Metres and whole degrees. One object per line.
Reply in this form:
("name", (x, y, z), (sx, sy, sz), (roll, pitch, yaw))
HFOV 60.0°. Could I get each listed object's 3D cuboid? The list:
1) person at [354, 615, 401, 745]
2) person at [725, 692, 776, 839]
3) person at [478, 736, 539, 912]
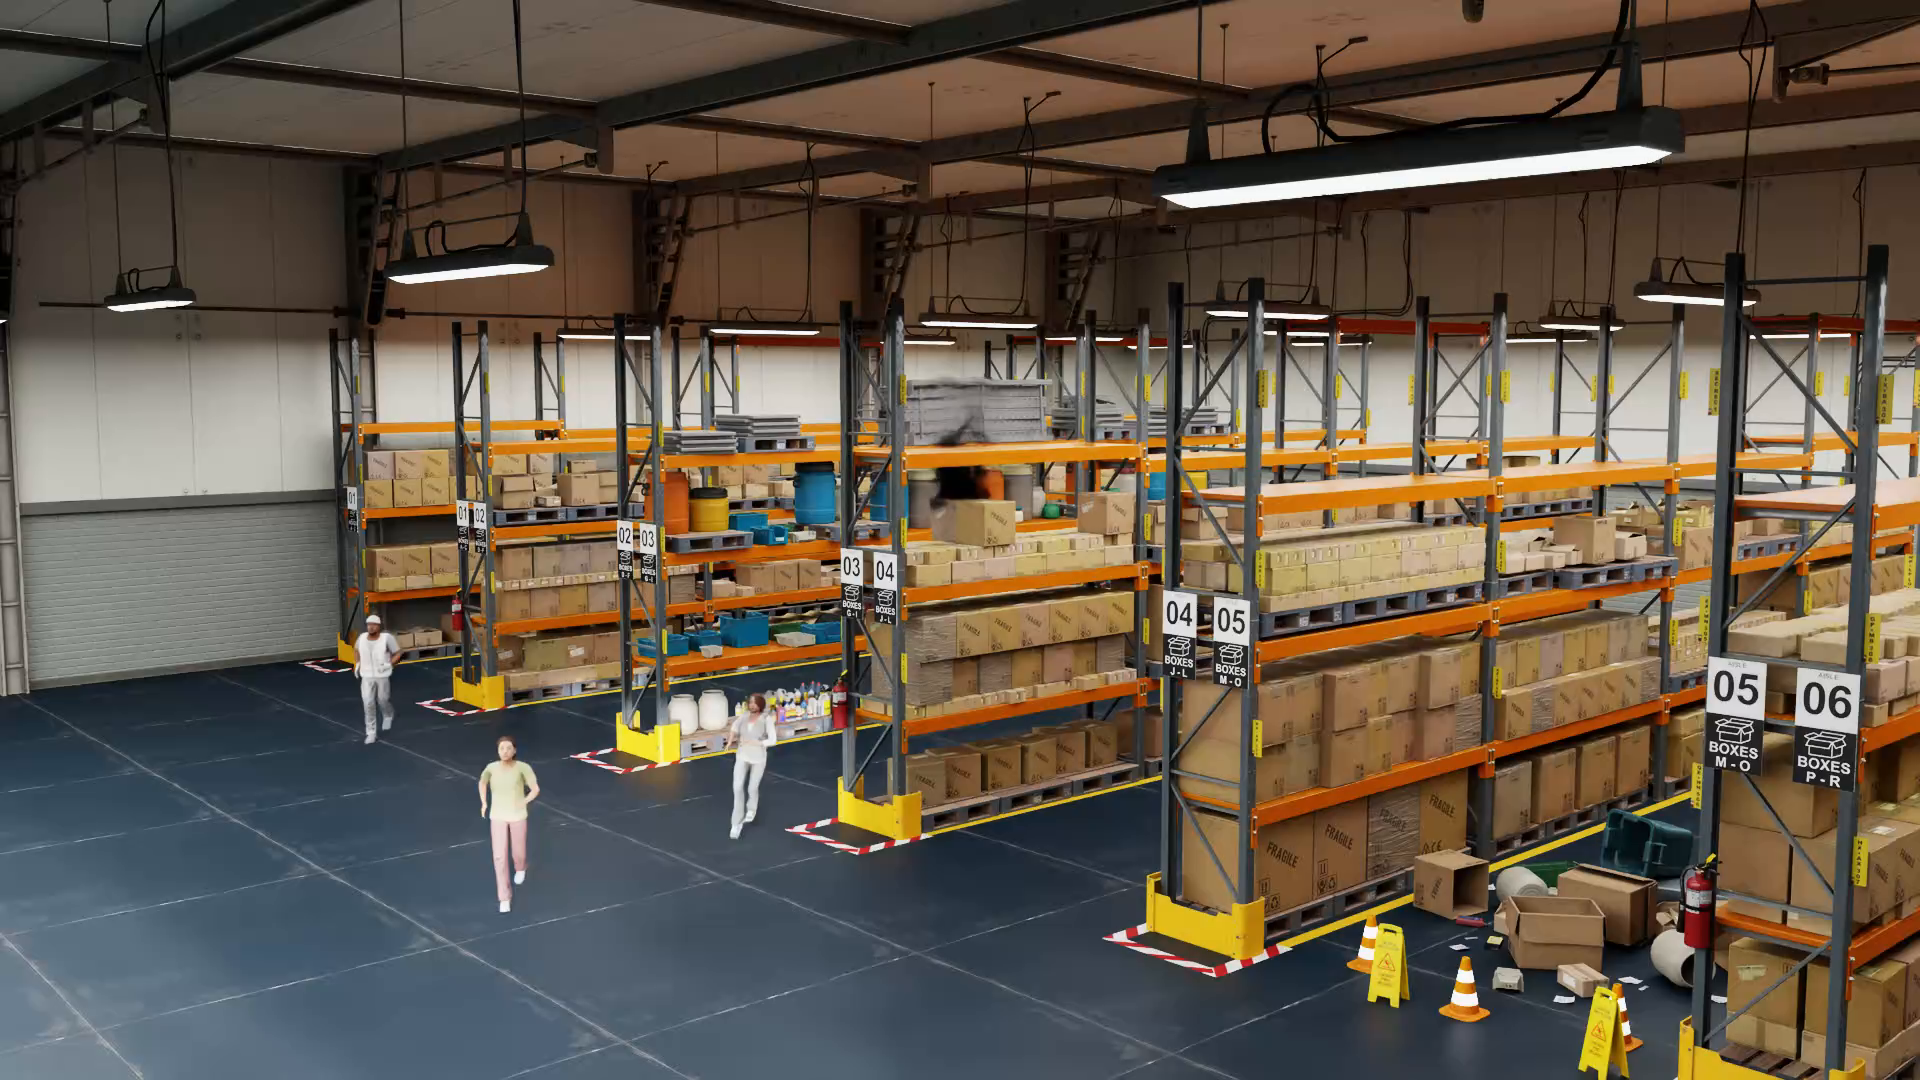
("person", (-8.298, 1.945, 23.672), (0.689, 1.785, 0.926), (-1, 6, -7))
("person", (-2.383, 2.527, 18.862), (0.555, 1.634, 0.703), (0, 6, 5))
("person", (-4.422, 2.723, 16.297), (0.604, 1.647, 0.907), (-1, 6, -7))
